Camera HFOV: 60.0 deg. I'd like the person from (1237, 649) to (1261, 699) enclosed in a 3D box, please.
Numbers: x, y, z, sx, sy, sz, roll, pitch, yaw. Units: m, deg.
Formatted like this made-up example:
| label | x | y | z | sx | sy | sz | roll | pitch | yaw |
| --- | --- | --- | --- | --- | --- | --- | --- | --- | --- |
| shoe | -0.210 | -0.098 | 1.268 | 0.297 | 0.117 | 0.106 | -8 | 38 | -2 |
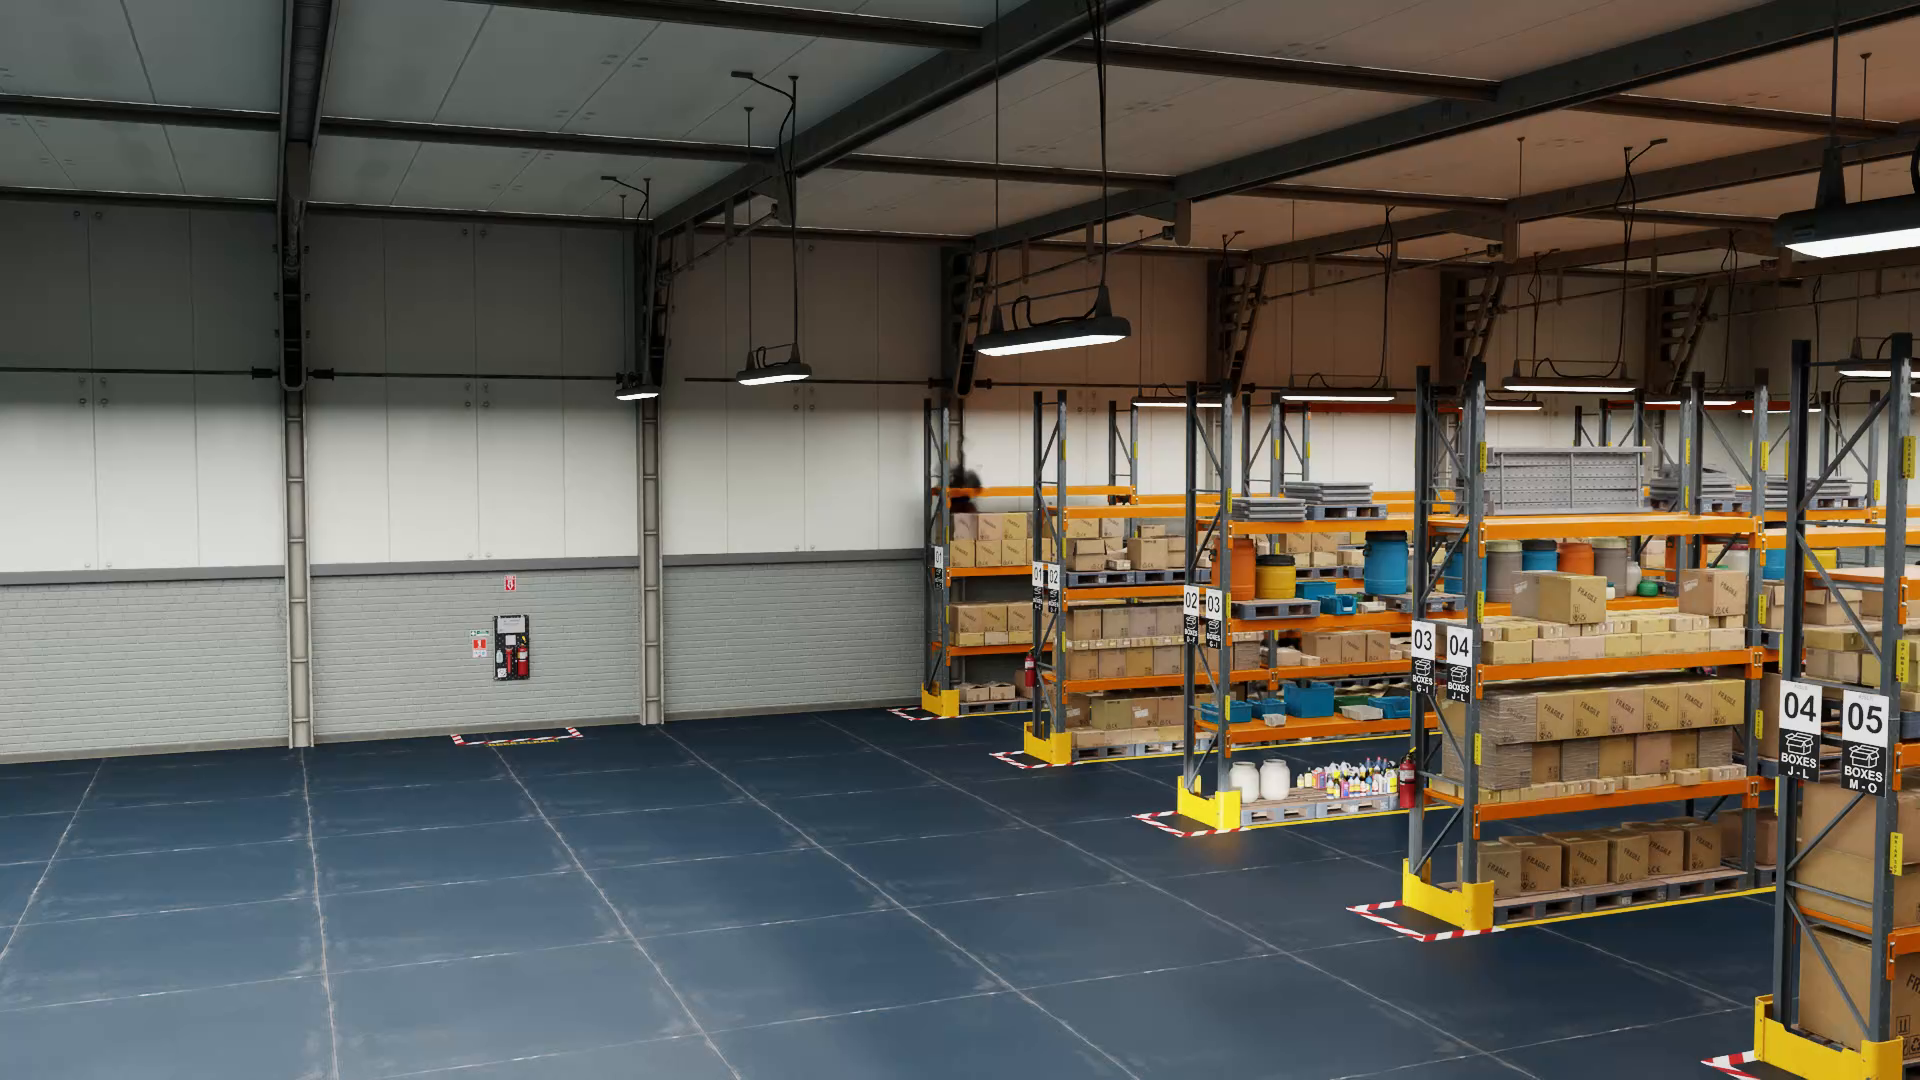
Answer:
| label | x | y | z | sx | sy | sz | roll | pitch | yaw |
| --- | --- | --- | --- | --- | --- | --- | --- | --- | --- |
| person | 5.255 | 2.537 | 30.585 | 0.708 | 1.719 | 0.585 | -2 | 4 | -26 |
